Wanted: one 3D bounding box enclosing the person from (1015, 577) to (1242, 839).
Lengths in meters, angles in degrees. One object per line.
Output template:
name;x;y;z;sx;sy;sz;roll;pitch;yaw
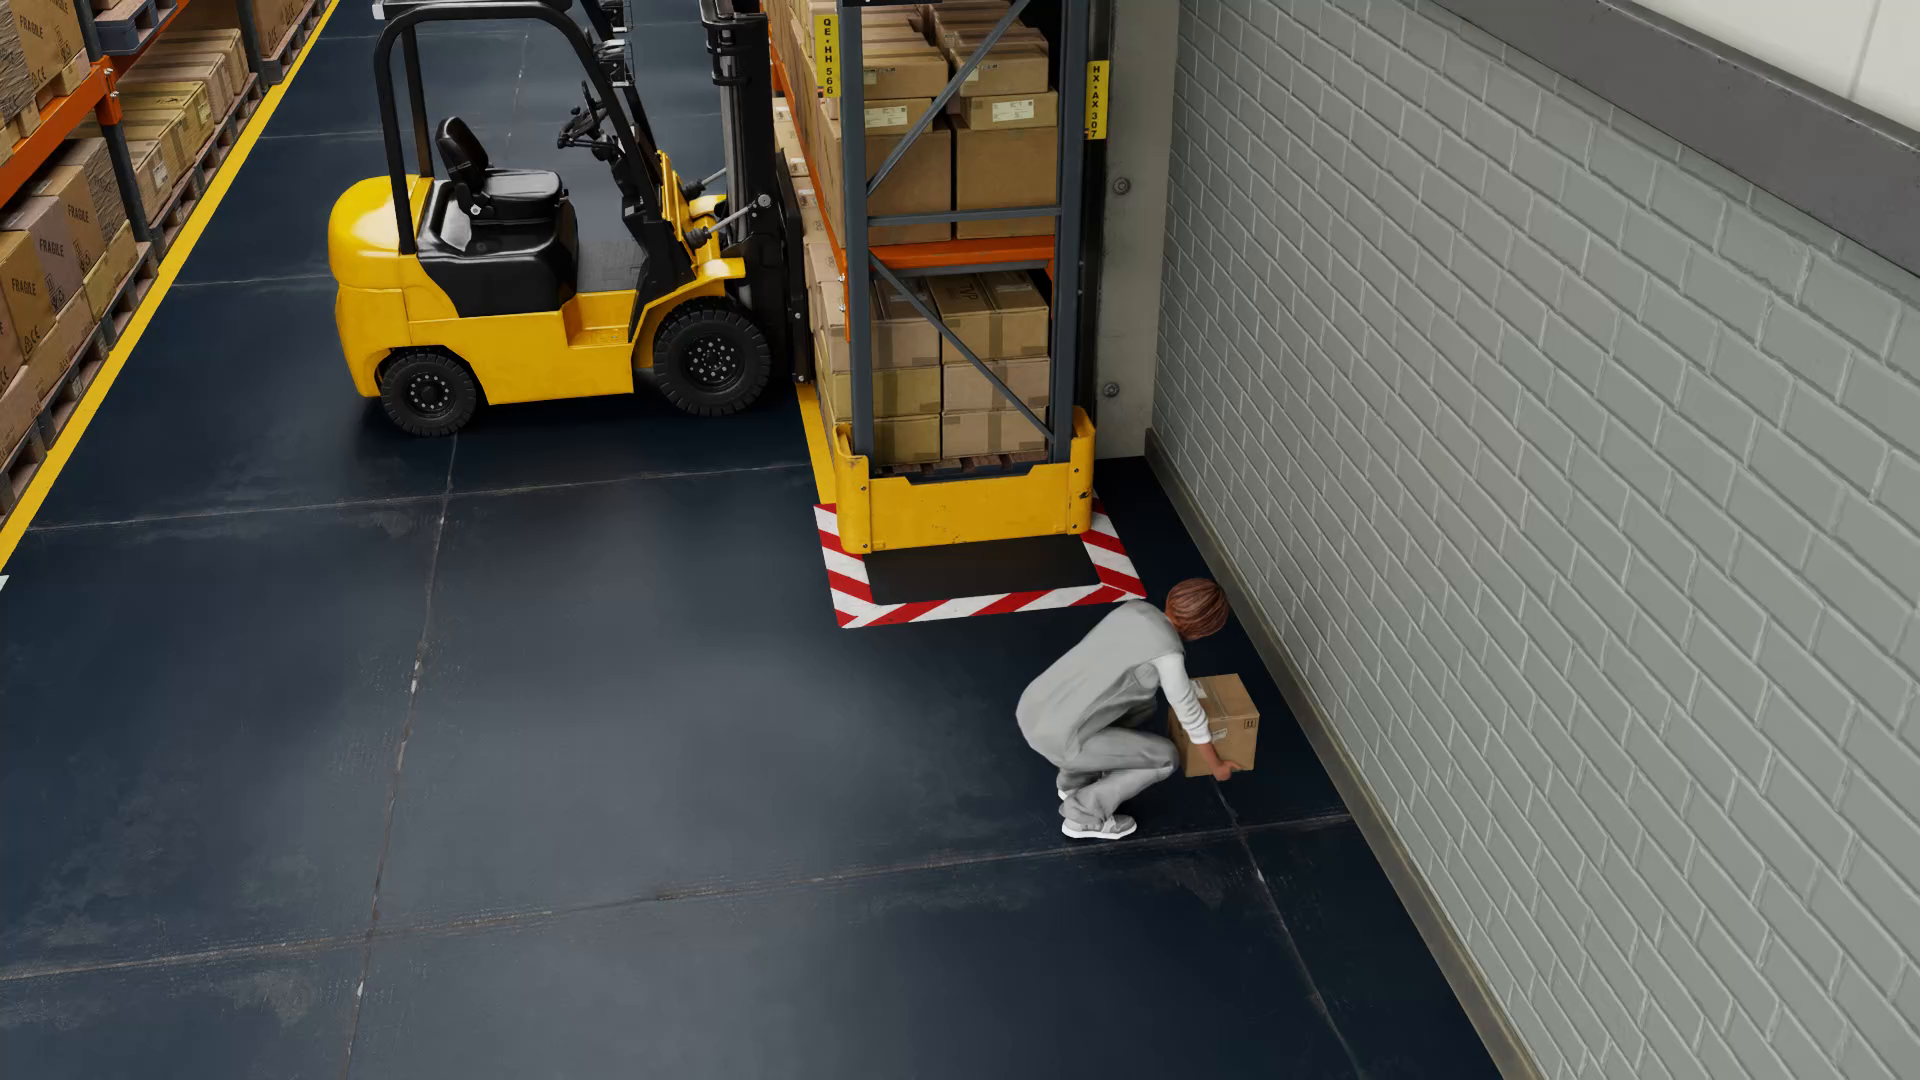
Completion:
person;0.589;0.585;5.835;0.802;0.922;0.423;-6;32;-10
